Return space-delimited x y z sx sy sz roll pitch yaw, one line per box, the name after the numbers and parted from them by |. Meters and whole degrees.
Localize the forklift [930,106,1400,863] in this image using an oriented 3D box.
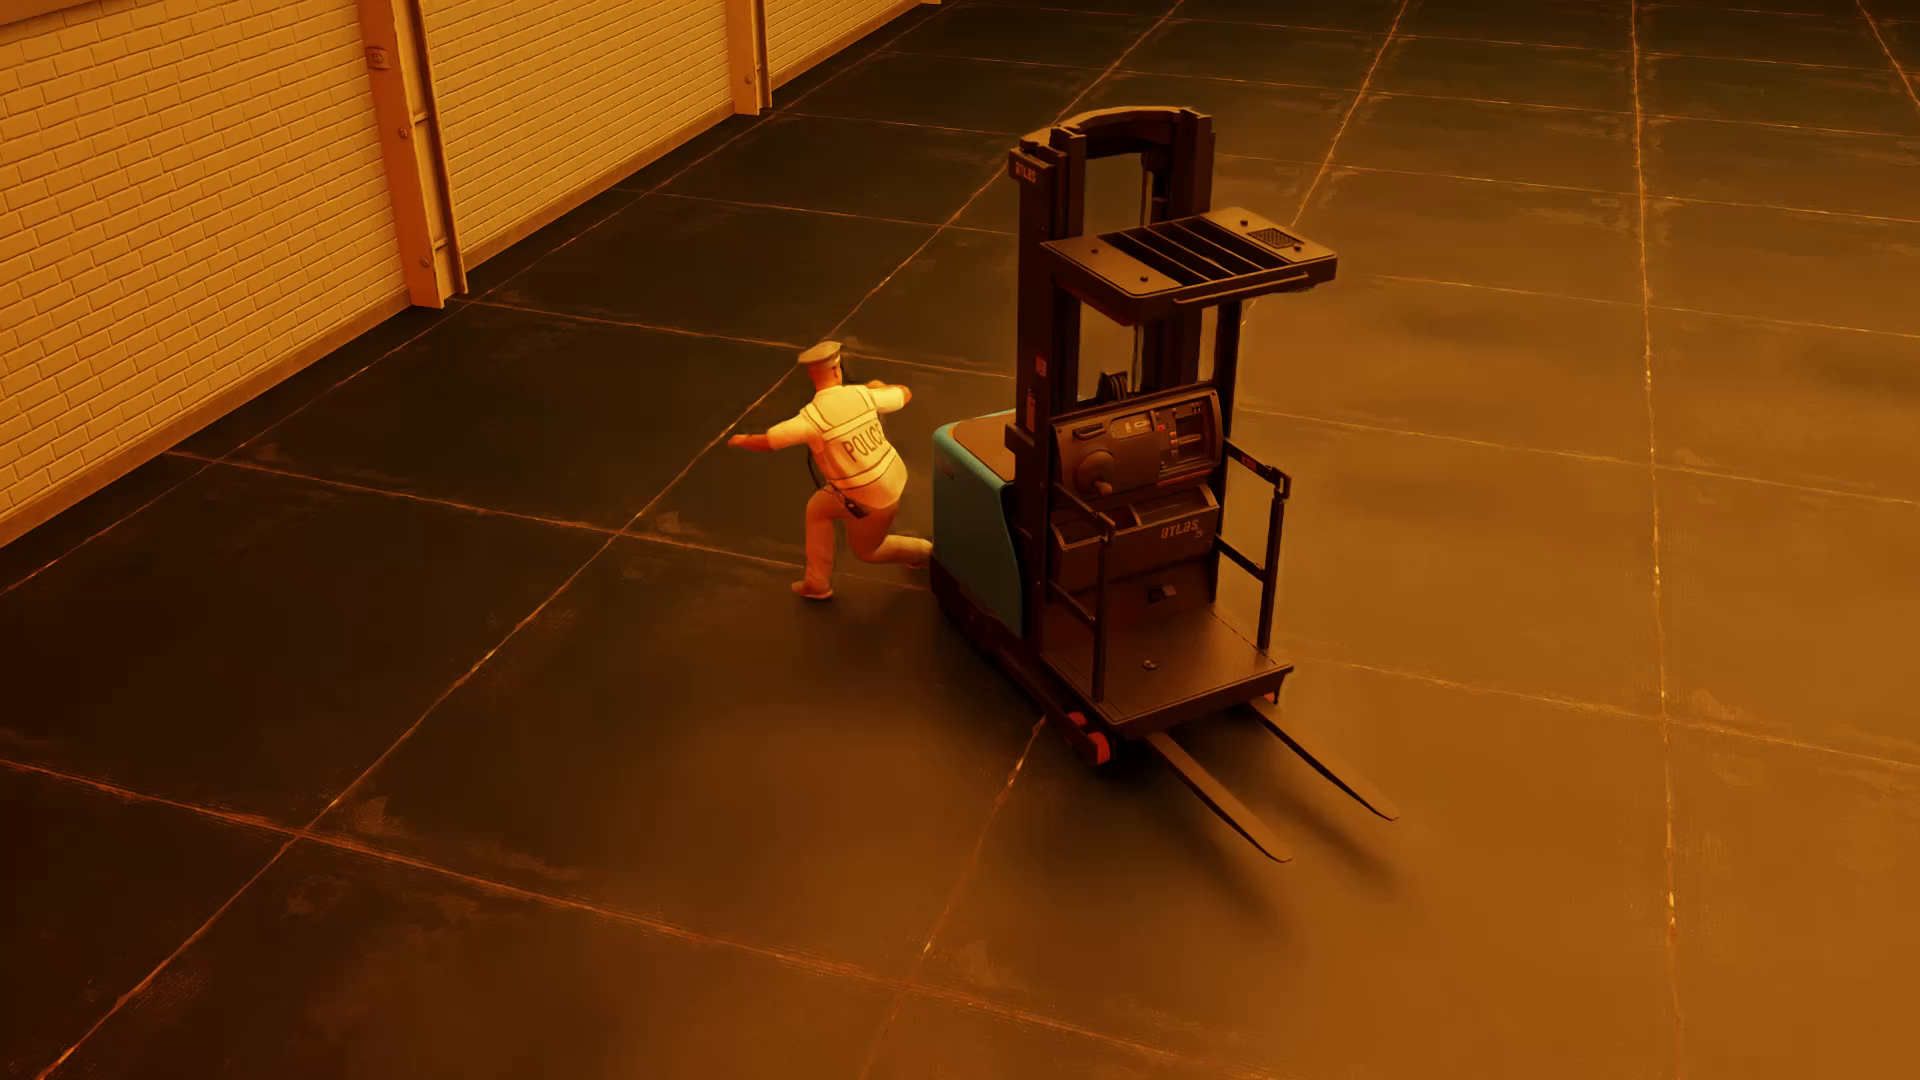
0.972 -0.422 7.877 1.130 2.935 3.031 -15 33 -24 | forklift

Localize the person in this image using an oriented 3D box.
-0.695 -0.411 9.342 1.142 1.552 0.916 9 31 15 | person
